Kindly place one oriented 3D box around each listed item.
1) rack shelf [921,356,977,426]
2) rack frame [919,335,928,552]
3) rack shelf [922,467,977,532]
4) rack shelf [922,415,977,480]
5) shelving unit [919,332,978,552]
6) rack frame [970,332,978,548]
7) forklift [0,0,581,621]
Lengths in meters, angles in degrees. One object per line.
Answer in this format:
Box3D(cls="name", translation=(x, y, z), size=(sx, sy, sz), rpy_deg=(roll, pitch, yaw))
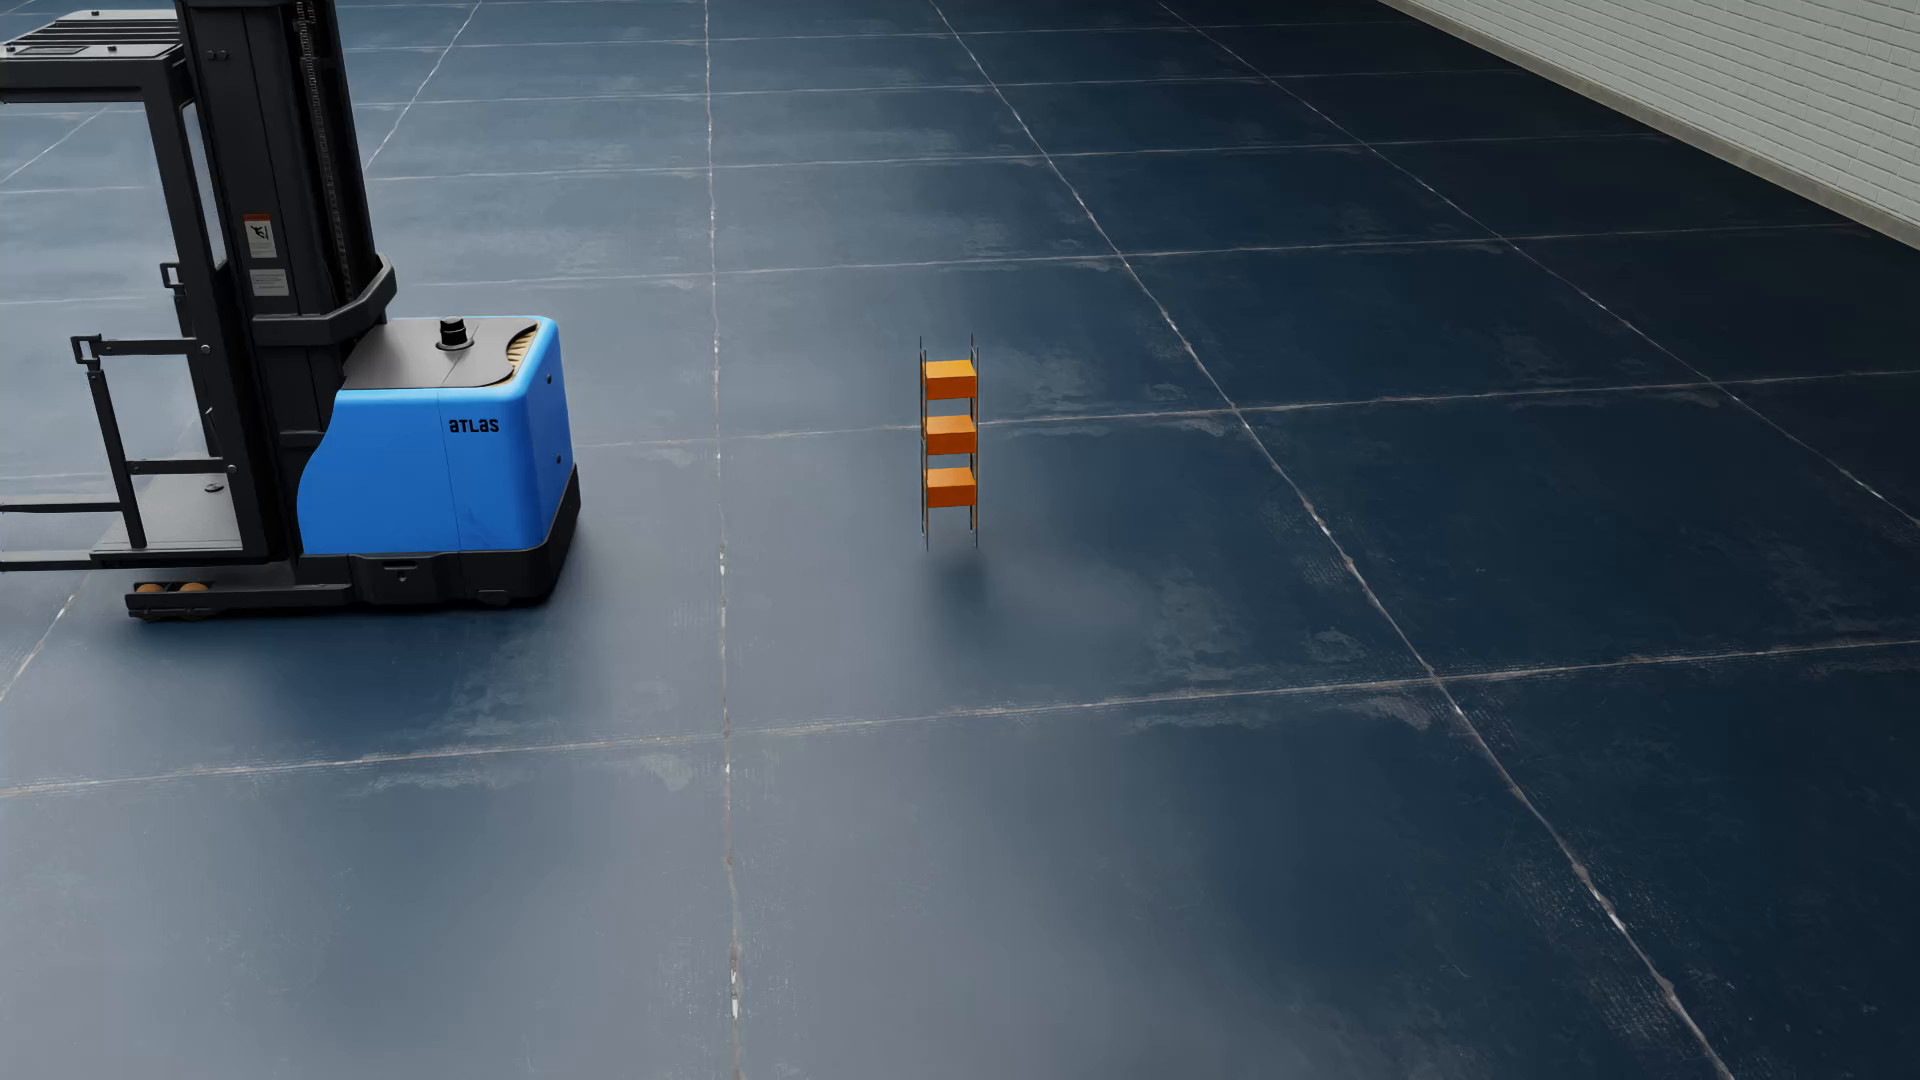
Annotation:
Box3D(cls="rack shelf", translation=(-0.053, -0.707, 7.879), size=(0.240, 0.259, 0.215), rpy_deg=(-4, 27, -7))
Box3D(cls="rack frame", translation=(-0.174, -0.456, 7.989), size=(0.008, 1.050, 0.200), rpy_deg=(-4, 27, -7))
Box3D(cls="rack shelf", translation=(-0.053, -0.207, 8.135), size=(0.240, 0.259, 0.215), rpy_deg=(-4, 27, -7))
Box3D(cls="rack shelf", translation=(-0.053, -0.454, 8.009), size=(0.240, 0.259, 0.215), rpy_deg=(-4, 27, -7))
Box3D(cls="shelving unit", translation=(-0.053, -0.464, 8.004), size=(0.252, 1.050, 0.215), rpy_deg=(-4, 27, -7))
Box3D(cls="rack frame", translation=(0.068, -0.471, 8.019), size=(0.008, 1.050, 0.200), rpy_deg=(-4, 27, -7))
Box3D(cls="forklift", translation=(-3.412, -1.184, 7.347), size=(3.031, 2.935, 1.130), rpy_deg=(-1, 27, -3))
